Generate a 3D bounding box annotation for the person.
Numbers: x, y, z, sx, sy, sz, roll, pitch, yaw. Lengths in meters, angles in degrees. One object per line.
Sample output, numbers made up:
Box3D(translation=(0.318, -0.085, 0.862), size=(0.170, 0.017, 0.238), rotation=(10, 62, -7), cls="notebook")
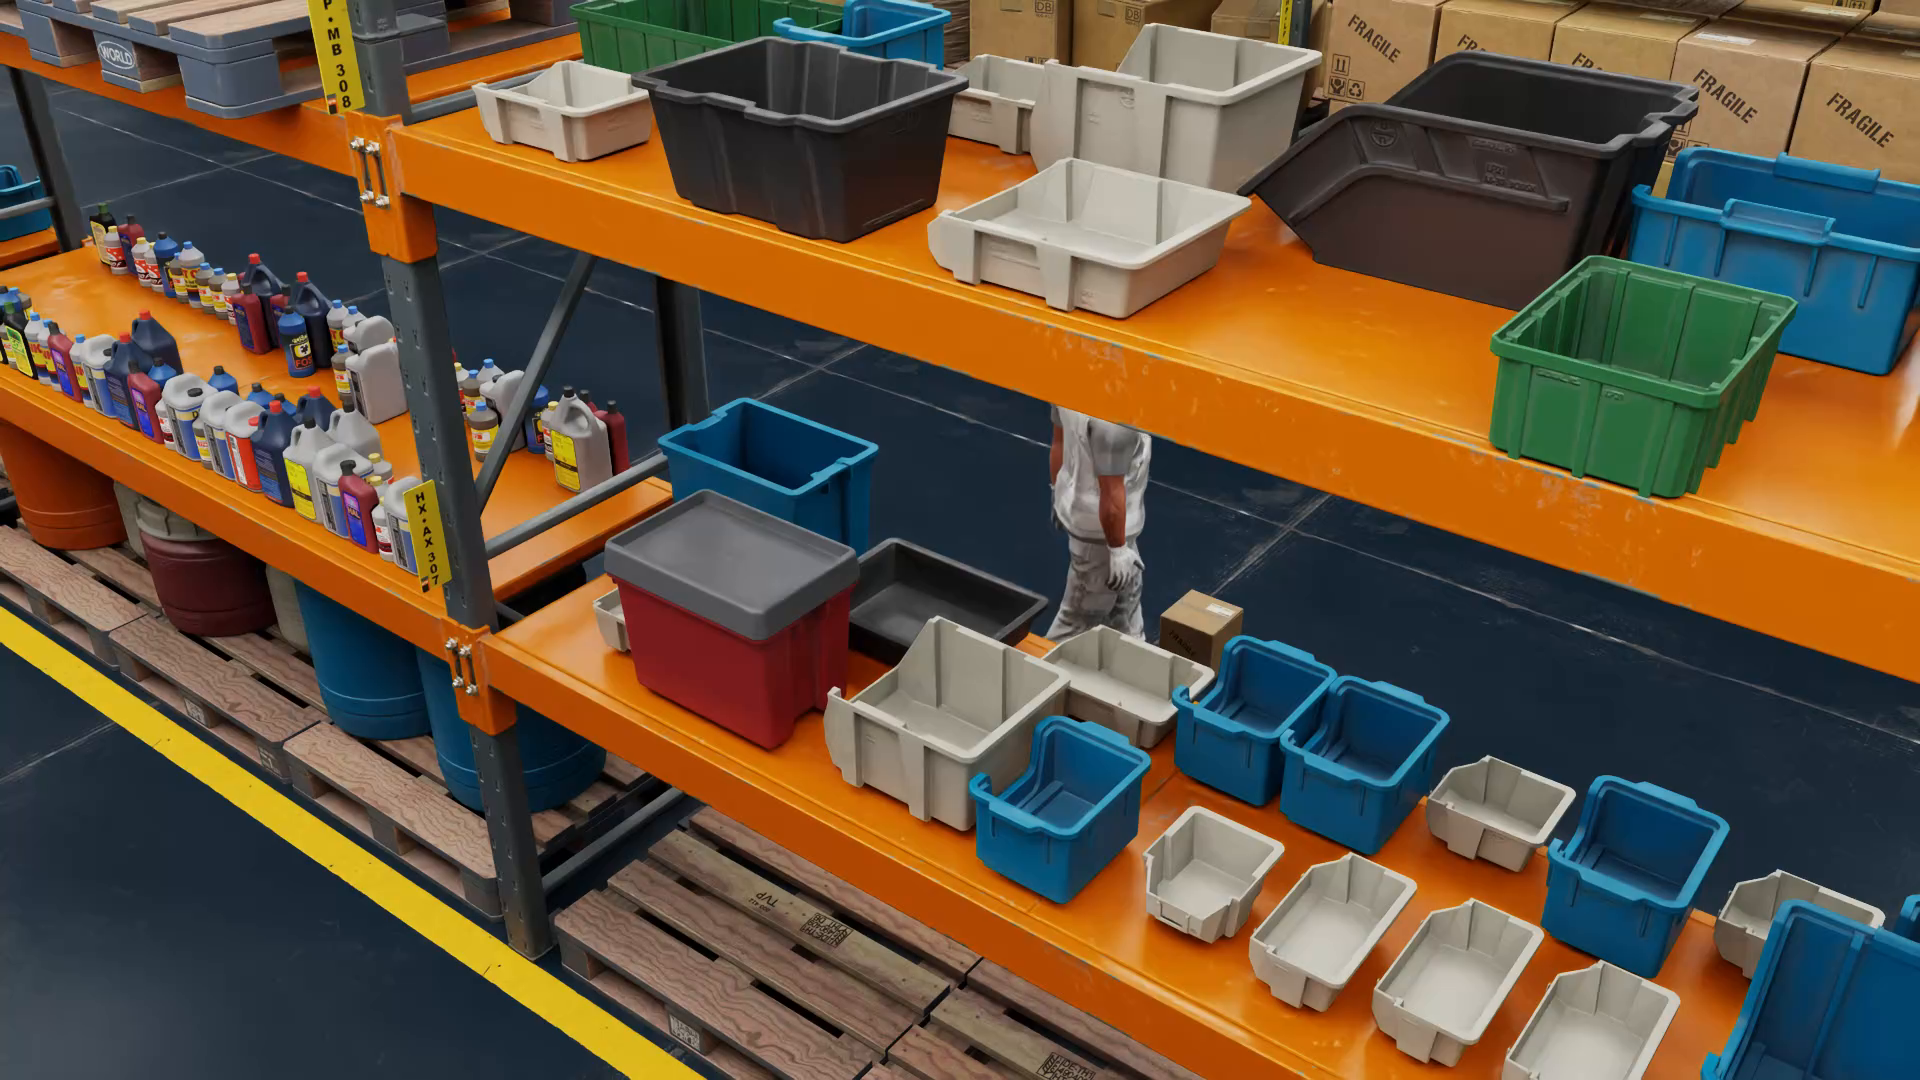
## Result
Box3D(translation=(0.607, -0.078, 6.240), size=(0.763, 1.777, 0.566), rotation=(-6, 31, -10), cls="person")
